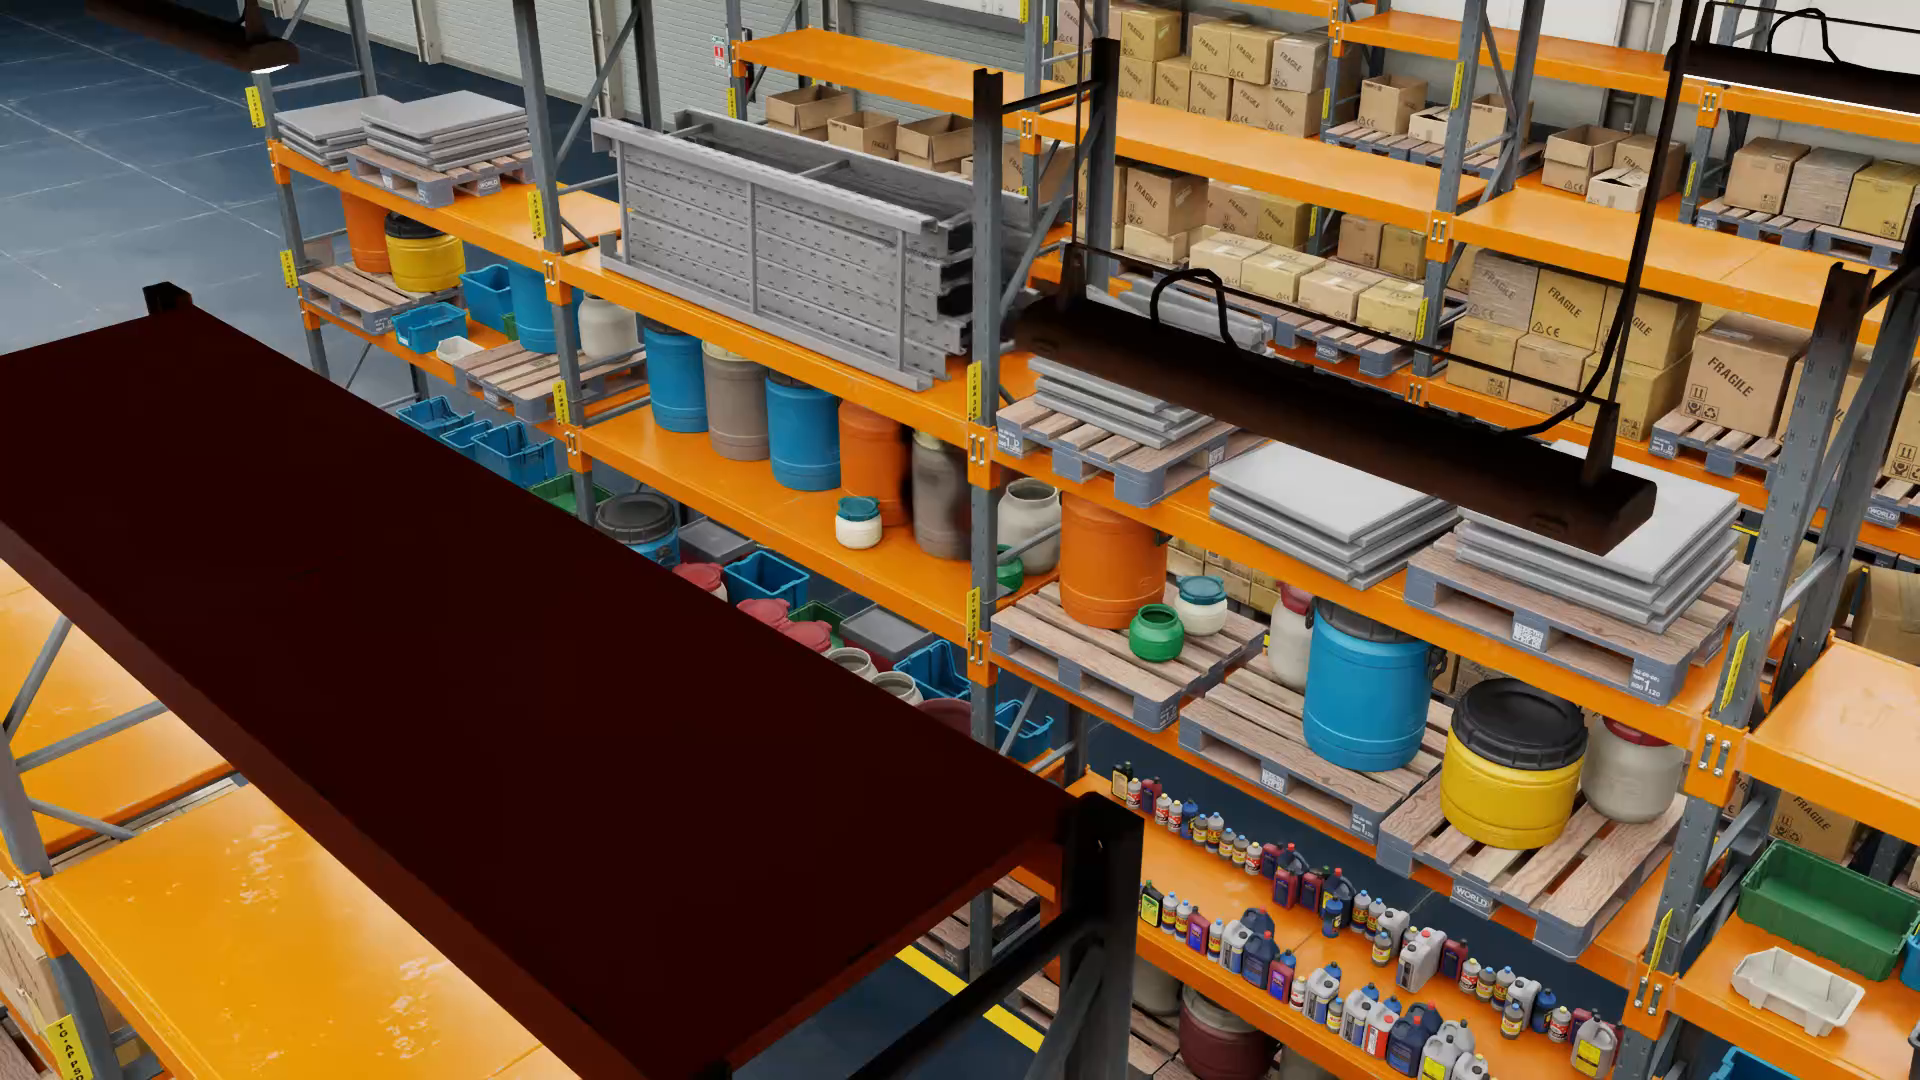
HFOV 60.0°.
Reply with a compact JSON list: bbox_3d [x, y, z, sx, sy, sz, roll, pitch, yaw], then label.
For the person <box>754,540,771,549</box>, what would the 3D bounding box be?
[{"bbox_3d":[-1.606,-0.588,15.635,0.838,1.562,0.531,12,32,21],"label":"person"}]
